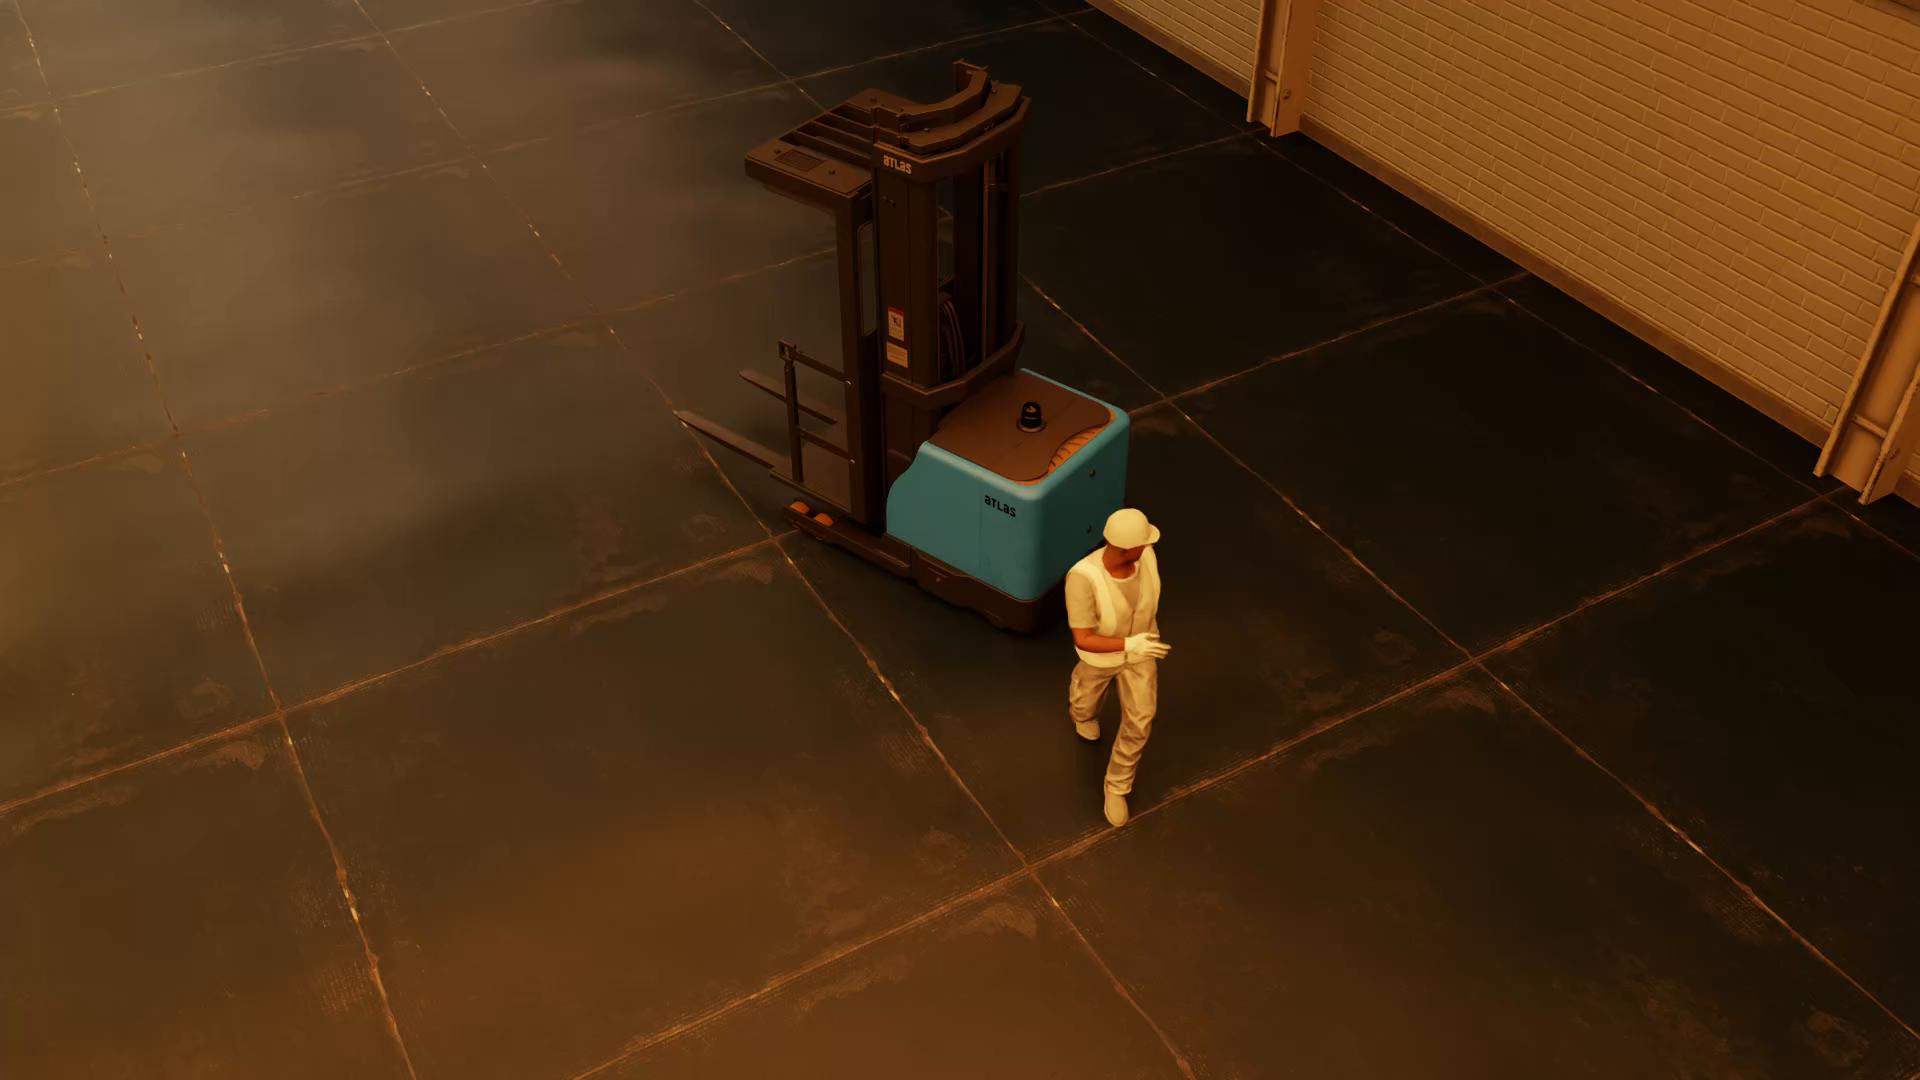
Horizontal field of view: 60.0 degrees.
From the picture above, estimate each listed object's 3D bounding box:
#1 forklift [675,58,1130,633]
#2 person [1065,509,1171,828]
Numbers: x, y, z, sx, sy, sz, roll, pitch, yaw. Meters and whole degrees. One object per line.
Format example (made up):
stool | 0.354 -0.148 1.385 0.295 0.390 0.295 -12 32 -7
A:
forklift | -0.481 -1.366 9.683 3.031 2.935 1.130 26 46 28
person | 0.784 0.532 8.384 0.576 1.692 0.958 -7 40 -9
